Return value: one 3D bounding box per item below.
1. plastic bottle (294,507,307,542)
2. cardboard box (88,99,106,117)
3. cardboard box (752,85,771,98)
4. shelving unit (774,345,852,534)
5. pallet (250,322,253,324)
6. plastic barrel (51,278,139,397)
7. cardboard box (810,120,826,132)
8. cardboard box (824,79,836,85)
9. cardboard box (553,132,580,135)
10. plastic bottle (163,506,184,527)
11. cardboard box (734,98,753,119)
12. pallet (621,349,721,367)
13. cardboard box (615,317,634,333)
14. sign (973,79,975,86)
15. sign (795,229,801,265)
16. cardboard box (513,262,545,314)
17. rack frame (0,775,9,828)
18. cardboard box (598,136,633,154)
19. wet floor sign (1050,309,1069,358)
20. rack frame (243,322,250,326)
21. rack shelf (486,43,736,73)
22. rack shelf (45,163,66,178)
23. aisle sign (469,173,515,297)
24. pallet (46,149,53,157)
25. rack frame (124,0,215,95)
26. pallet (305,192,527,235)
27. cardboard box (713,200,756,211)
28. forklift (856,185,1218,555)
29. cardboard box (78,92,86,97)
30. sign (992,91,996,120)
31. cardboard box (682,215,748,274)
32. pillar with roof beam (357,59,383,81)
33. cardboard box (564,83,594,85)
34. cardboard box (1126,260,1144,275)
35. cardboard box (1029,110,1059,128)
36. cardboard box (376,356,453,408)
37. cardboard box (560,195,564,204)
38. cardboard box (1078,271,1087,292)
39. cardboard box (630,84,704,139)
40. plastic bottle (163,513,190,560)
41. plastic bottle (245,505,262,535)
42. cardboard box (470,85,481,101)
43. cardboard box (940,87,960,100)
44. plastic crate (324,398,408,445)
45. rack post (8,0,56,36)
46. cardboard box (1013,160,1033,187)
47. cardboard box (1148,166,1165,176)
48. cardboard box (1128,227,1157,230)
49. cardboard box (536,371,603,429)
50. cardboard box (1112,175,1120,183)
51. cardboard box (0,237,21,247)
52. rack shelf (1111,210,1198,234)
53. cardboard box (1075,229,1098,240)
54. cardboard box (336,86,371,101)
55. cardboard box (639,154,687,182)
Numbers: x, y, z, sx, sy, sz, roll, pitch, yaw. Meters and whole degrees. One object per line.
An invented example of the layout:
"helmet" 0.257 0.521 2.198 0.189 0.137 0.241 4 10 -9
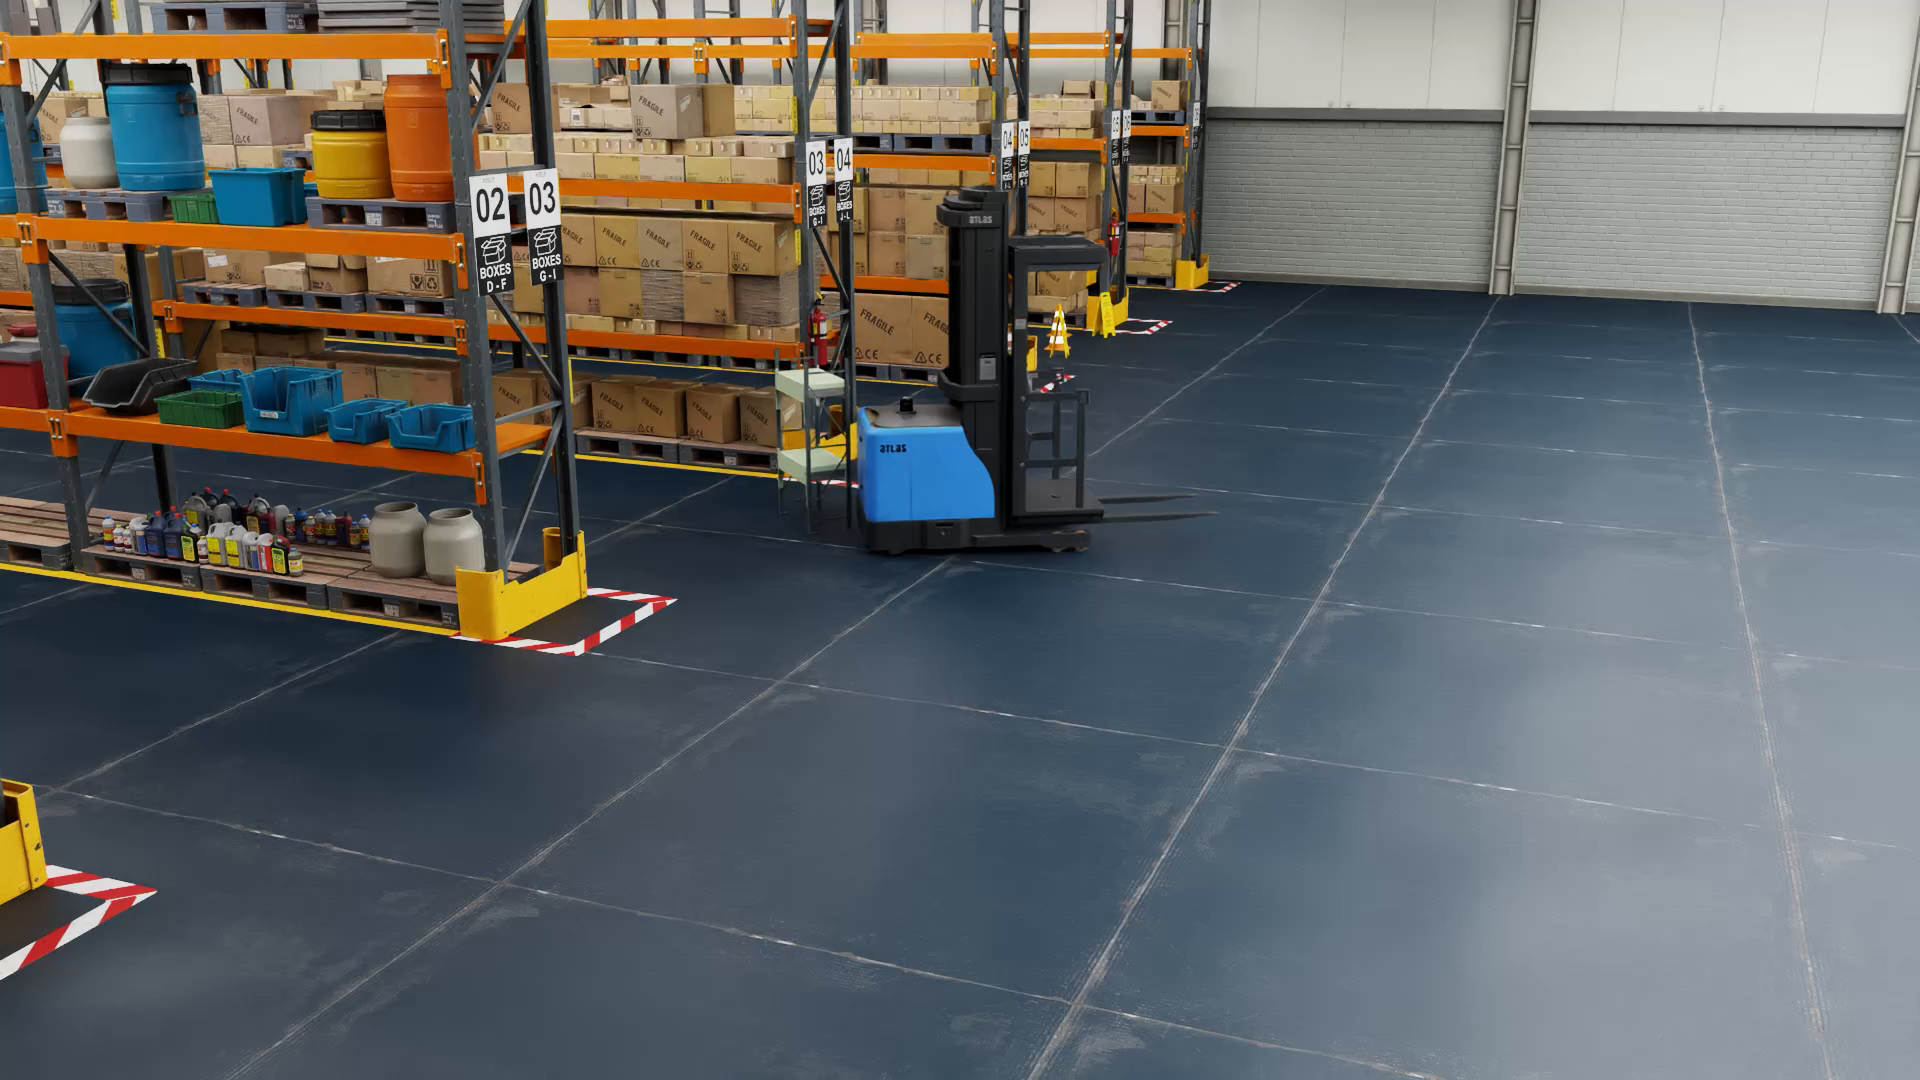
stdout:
"plastic bottle" -5.287 -0.130 13.347 0.097 0.271 0.097 0 16 0
"cardboard box" -9.333 -4.735 18.786 0.637 0.503 0.797 7 18 24
"cardboard box" -2.417 -5.642 20.936 0.250 0.149 0.380 6 17 20
"shelving unit" -1.286 -0.889 14.546 0.431 1.500 0.755 -8 18 -25
"pallet" -11.184 -3.405 25.525 1.213 0.211 1.003 6 17 21
"plastic barrel" -7.084 -1.665 13.629 0.708 0.901 0.600 6 17 21
"cardboard box" -1.705 -5.181 20.778 0.250 0.149 0.380 6 17 21
"cardboard box" -2.195 -8.433 31.350 0.500 0.500 0.700 6 17 20
"cardboard box" -4.130 -4.138 17.221 0.250 0.149 0.380 5 17 18
"plastic bottle" -6.184 -0.092 13.074 0.185 0.351 0.144 6 17 21
"cardboard box" -2.752 -5.505 21.179 0.500 0.250 0.500 6 17 21
"pallet" -3.850 -2.587 22.706 1.213 0.211 1.003 6 17 21
"cardboard box" -3.279 -2.206 16.844 0.250 0.149 0.380 6 17 21
"sign" 0.246 -8.147 29.984 0.005 0.325 0.100 6 17 21
"sign" -1.519 -2.747 15.613 0.005 0.325 0.100 6 17 21
"cardboard box" -4.170 -2.659 17.240 0.500 0.500 0.875 6 17 21
"rack frame" -4.935 0.387 7.459 0.127 3.000 1.000 6 17 21
"cardboard box" -3.350 -3.896 16.388 0.250 0.149 0.380 7 18 22
"wet floor sign" 1.370 -2.837 22.790 0.232 0.644 0.267 3 17 11
"rack frame" -10.546 -4.685 24.932 0.127 3.000 1.000 6 17 21
"rack shelf" -4.965 -6.415 22.137 4.000 0.370 1.077 6 17 21
"rack shelf" -10.600 -4.299 19.513 4.000 0.370 1.077 6 17 21
"aisle sign" -3.156 -2.061 11.230 0.004 0.787 0.394 6 17 21
"pallet" -11.589 -4.677 19.866 1.217 0.209 0.805 6 17 18
"rack frame" -8.739 -5.881 18.290 0.127 3.000 1.000 6 17 21
"pallet" -3.848 -2.357 11.870 1.213 0.211 1.003 6 17 21
"cardboard box" -2.774 -4.411 21.780 0.550 0.550 0.875 6 17 21
"forklift" 0.658 -1.456 13.930 3.031 2.935 1.130 -2 16 -8
"cardboard box" -13.089 -6.701 25.152 0.250 0.149 0.380 7 18 22
"sign" 0.405 -5.146 19.693 0.005 0.325 0.100 6 17 21
"cardboard box" -2.367 -2.894 16.257 0.500 0.500 0.500 6 17 21
"pillar with roof beam" -14.484 -9.950 32.308 0.400 9.000 9.100 6 17 21
"cardboard box" -7.564 -9.008 33.279 0.500 0.250 0.500 6 17 21
"cardboard box" 3.145 -4.940 29.989 0.500 0.250 0.500 6 17 21
"cardboard box" 1.301 -6.301 24.852 0.500 0.250 0.500 6 17 20
"cardboard box" -6.018 -1.724 18.425 0.500 0.500 0.700 6 17 20
"cardboard box" -5.462 -4.652 22.846 0.500 0.500 0.700 6 17 20
"cardboard box" 1.668 -4.150 25.920 0.500 0.500 0.500 6 17 19
"cardboard box" -2.832 -4.146 16.085 0.500 0.500 0.500 6 17 21
"plastic bottle" -6.061 -0.036 12.879 0.185 0.351 0.144 6 17 18
"plastic bottle" -5.665 -0.140 13.358 0.133 0.283 0.061 6 17 21
"cardboard box" -8.111 -7.504 28.329 0.500 0.500 0.500 6 17 20
"cardboard box" -0.053 -5.382 20.041 0.250 0.149 0.380 6 17 21
"plastic crate" -4.292 -0.867 12.047 0.408 0.251 0.499 6 17 21
"rack post" -8.699 -4.462 13.045 3.121 1.000 1.013 6 17 21
"cardboard box" 0.803 -5.498 25.224 0.500 0.500 0.700 6 17 20
"cardboard box" 3.505 -6.541 29.448 0.250 0.149 0.380 6 17 21
"cardboard box" 3.313 -5.549 30.293 0.500 0.250 0.500 6 17 21
"cardboard box" -4.125 -1.484 17.635 0.500 0.500 0.500 13 21 38
"cardboard box" 2.772 -6.466 29.723 0.250 0.149 0.380 6 17 19
"cardboard box" -11.229 -3.802 19.912 0.637 0.503 0.797 6 17 21
"rack shelf" 2.296 -5.899 30.402 4.000 0.370 1.077 6 17 21
"cardboard box" 1.913 -4.614 25.137 0.250 0.149 0.380 7 18 22
"cardboard box" -8.501 -6.232 23.329 0.258 0.266 0.396 6 17 21
"cardboard box" -2.778 -3.638 16.215 0.500 0.250 0.500 7 17 22
